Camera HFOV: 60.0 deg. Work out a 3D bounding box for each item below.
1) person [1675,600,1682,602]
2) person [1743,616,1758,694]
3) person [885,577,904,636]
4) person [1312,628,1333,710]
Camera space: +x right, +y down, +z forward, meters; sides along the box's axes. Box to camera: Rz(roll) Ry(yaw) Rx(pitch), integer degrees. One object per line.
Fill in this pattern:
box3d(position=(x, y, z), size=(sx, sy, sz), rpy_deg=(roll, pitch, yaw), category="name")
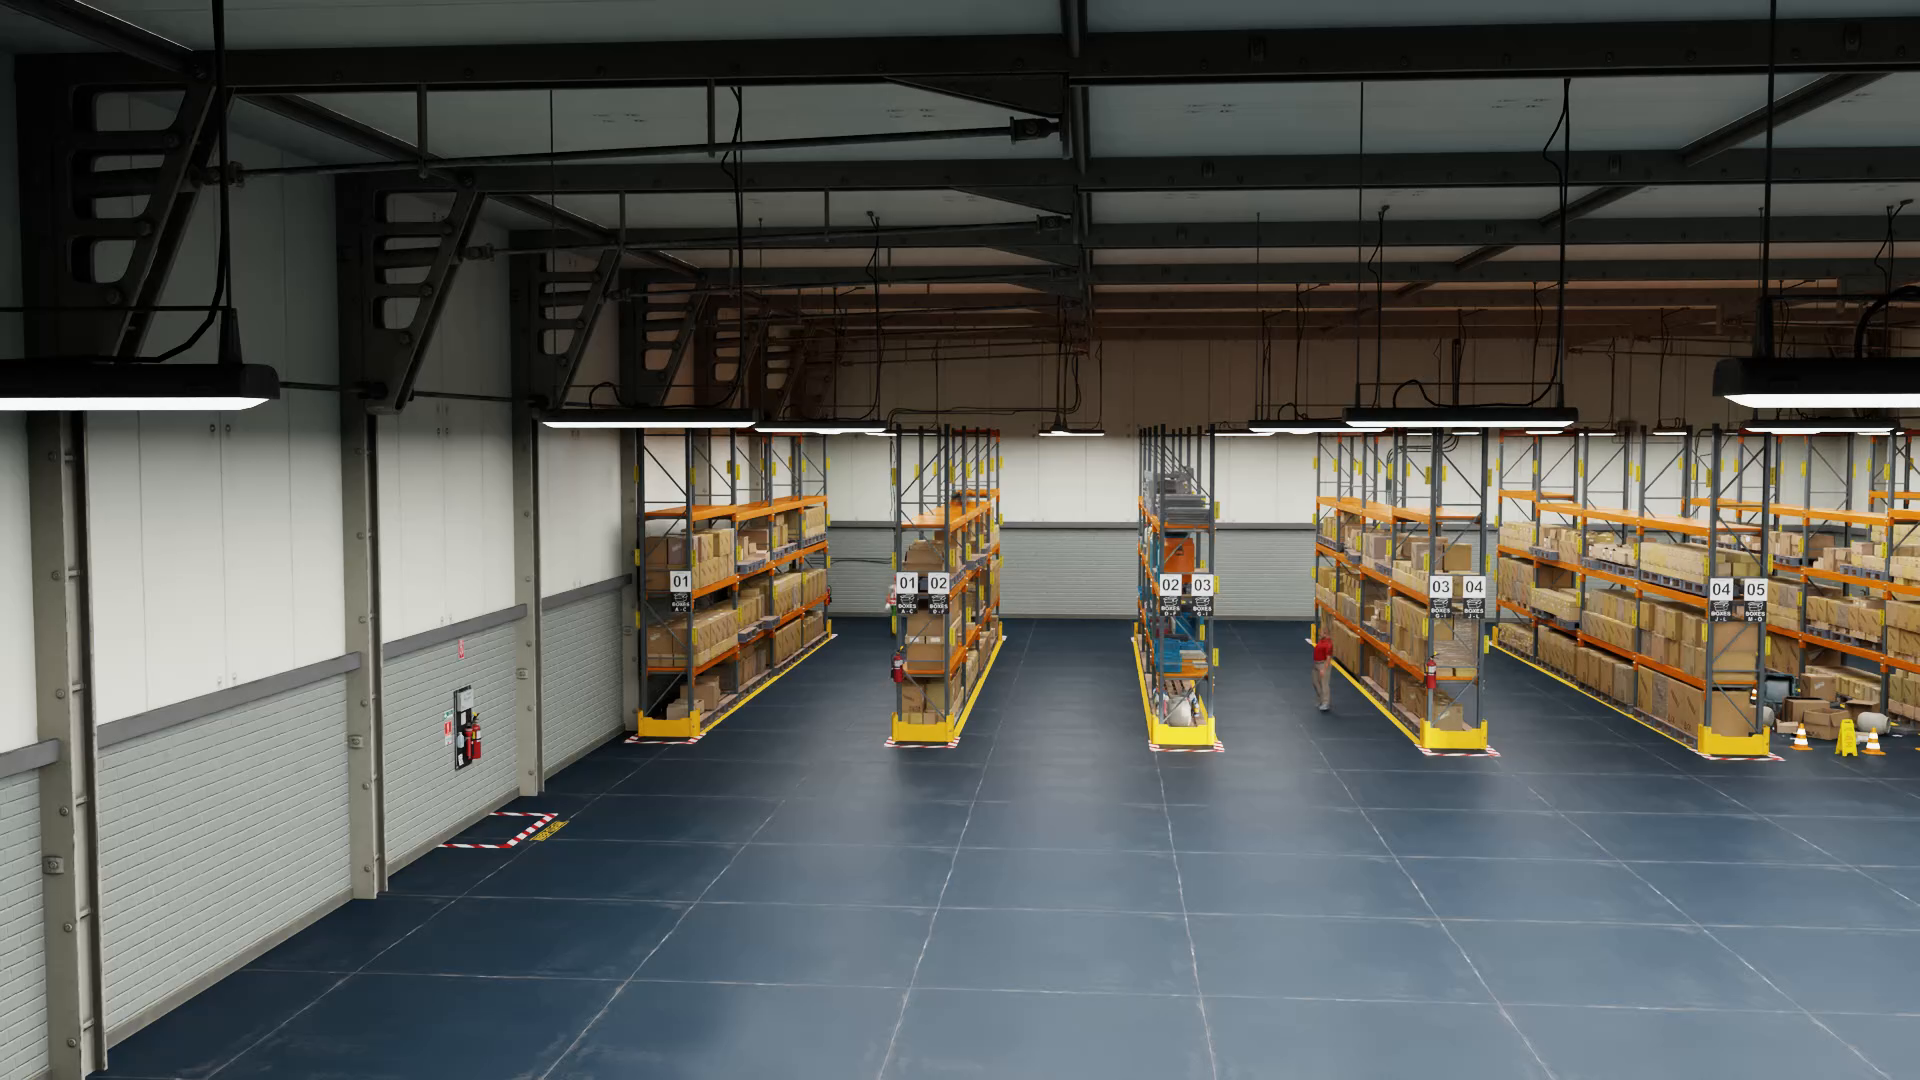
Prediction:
box3d(position=(17.503, 2.345, 40.637), size=(0.494, 1.781, 0.608), rpy_deg=(2, 4, 35), category="person")
box3d(position=(17.653, 2.569, 37.265), size=(0.636, 1.790, 0.649), rpy_deg=(-1, 4, -13), category="person")
box3d(position=(-1.766, 1.909, 48.018), size=(0.819, 1.764, 0.644), rpy_deg=(3, 4, 37), category="person")
box3d(position=(7.695, 2.735, 35.300), size=(0.417, 1.775, 0.633), rpy_deg=(-1, 4, -17), category="person")
